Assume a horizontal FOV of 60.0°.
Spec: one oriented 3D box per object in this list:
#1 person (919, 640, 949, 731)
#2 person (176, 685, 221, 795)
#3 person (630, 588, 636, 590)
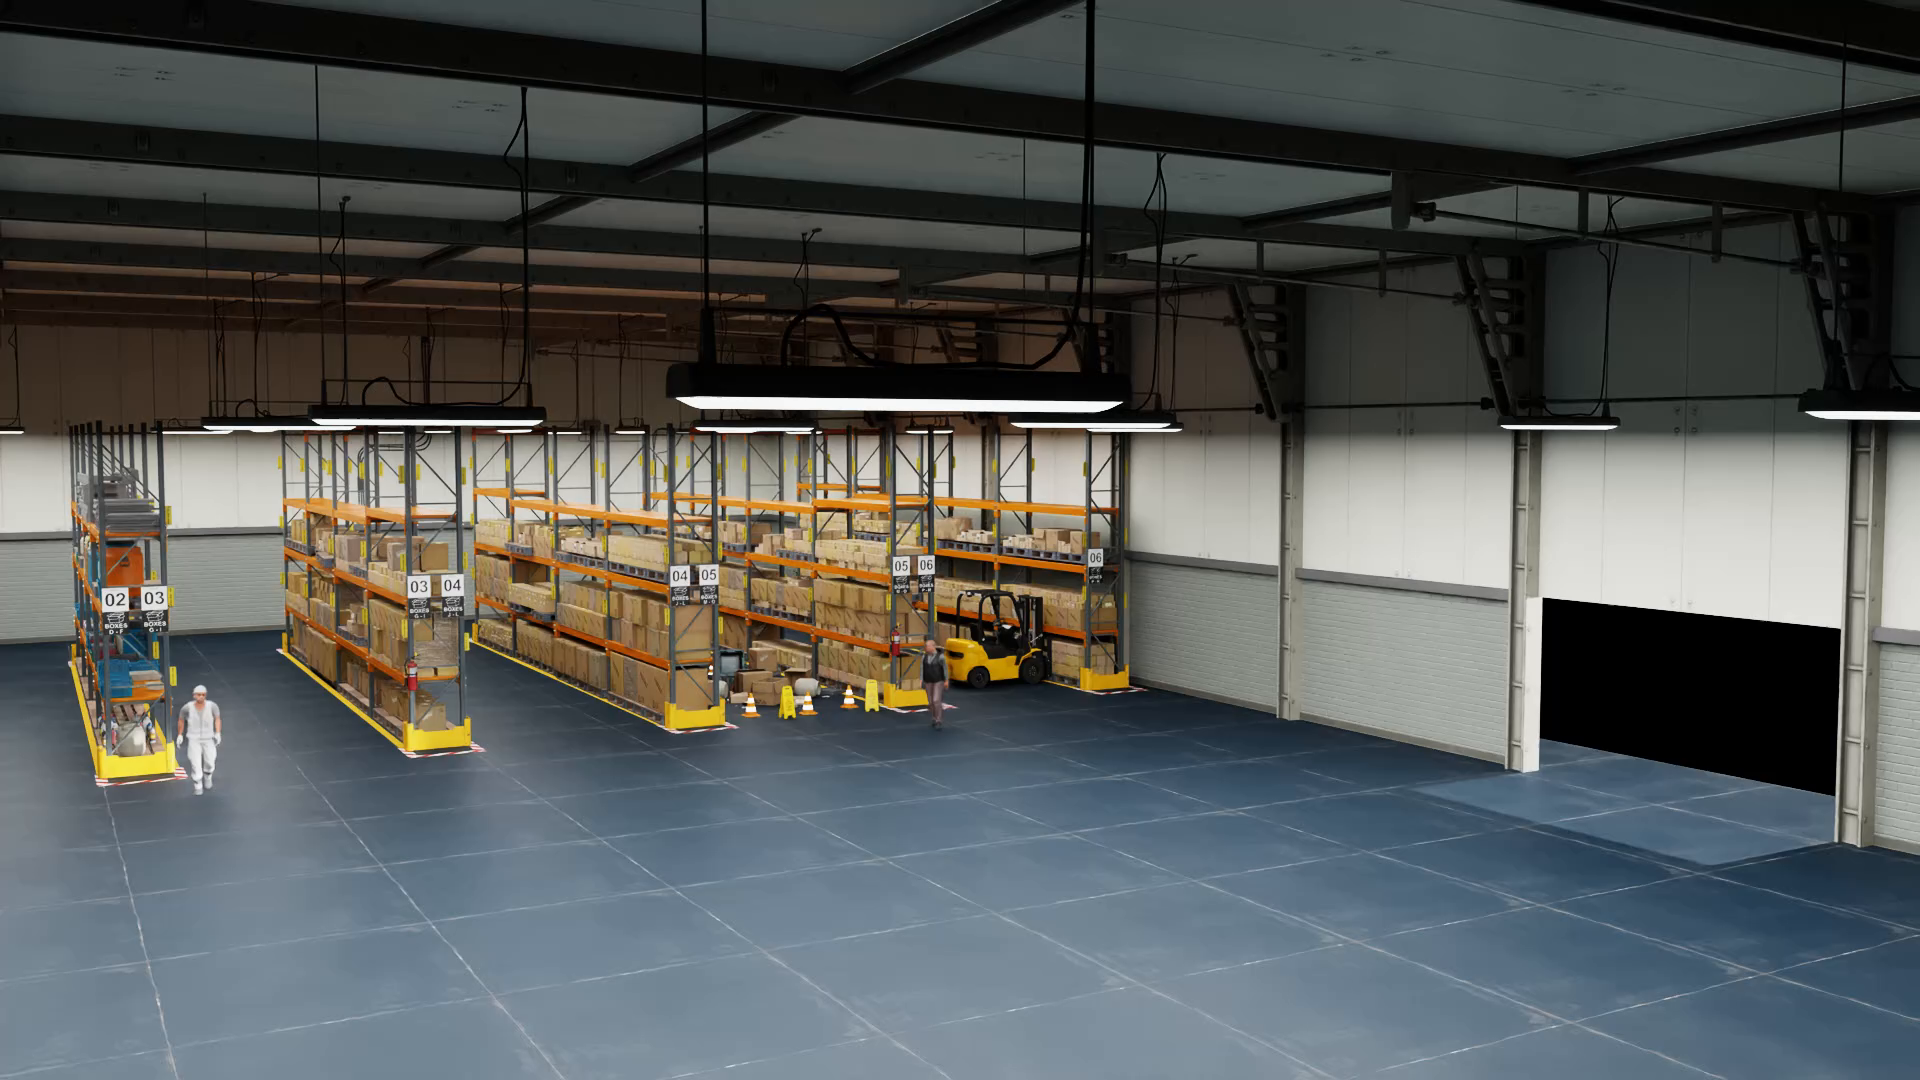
[{"bbox_3d":[-0.530,2.841,32.788,0.646,1.725,0.679,2,4,30],"label":"person"},{"bbox_3d":[-12.291,3.198,26.829,0.648,1.762,0.671,-2,4,-31],"label":"person"},{"bbox_3d":[-8.667,2.136,44.054,0.576,1.718,0.516,-2,4,-35],"label":"person"}]
